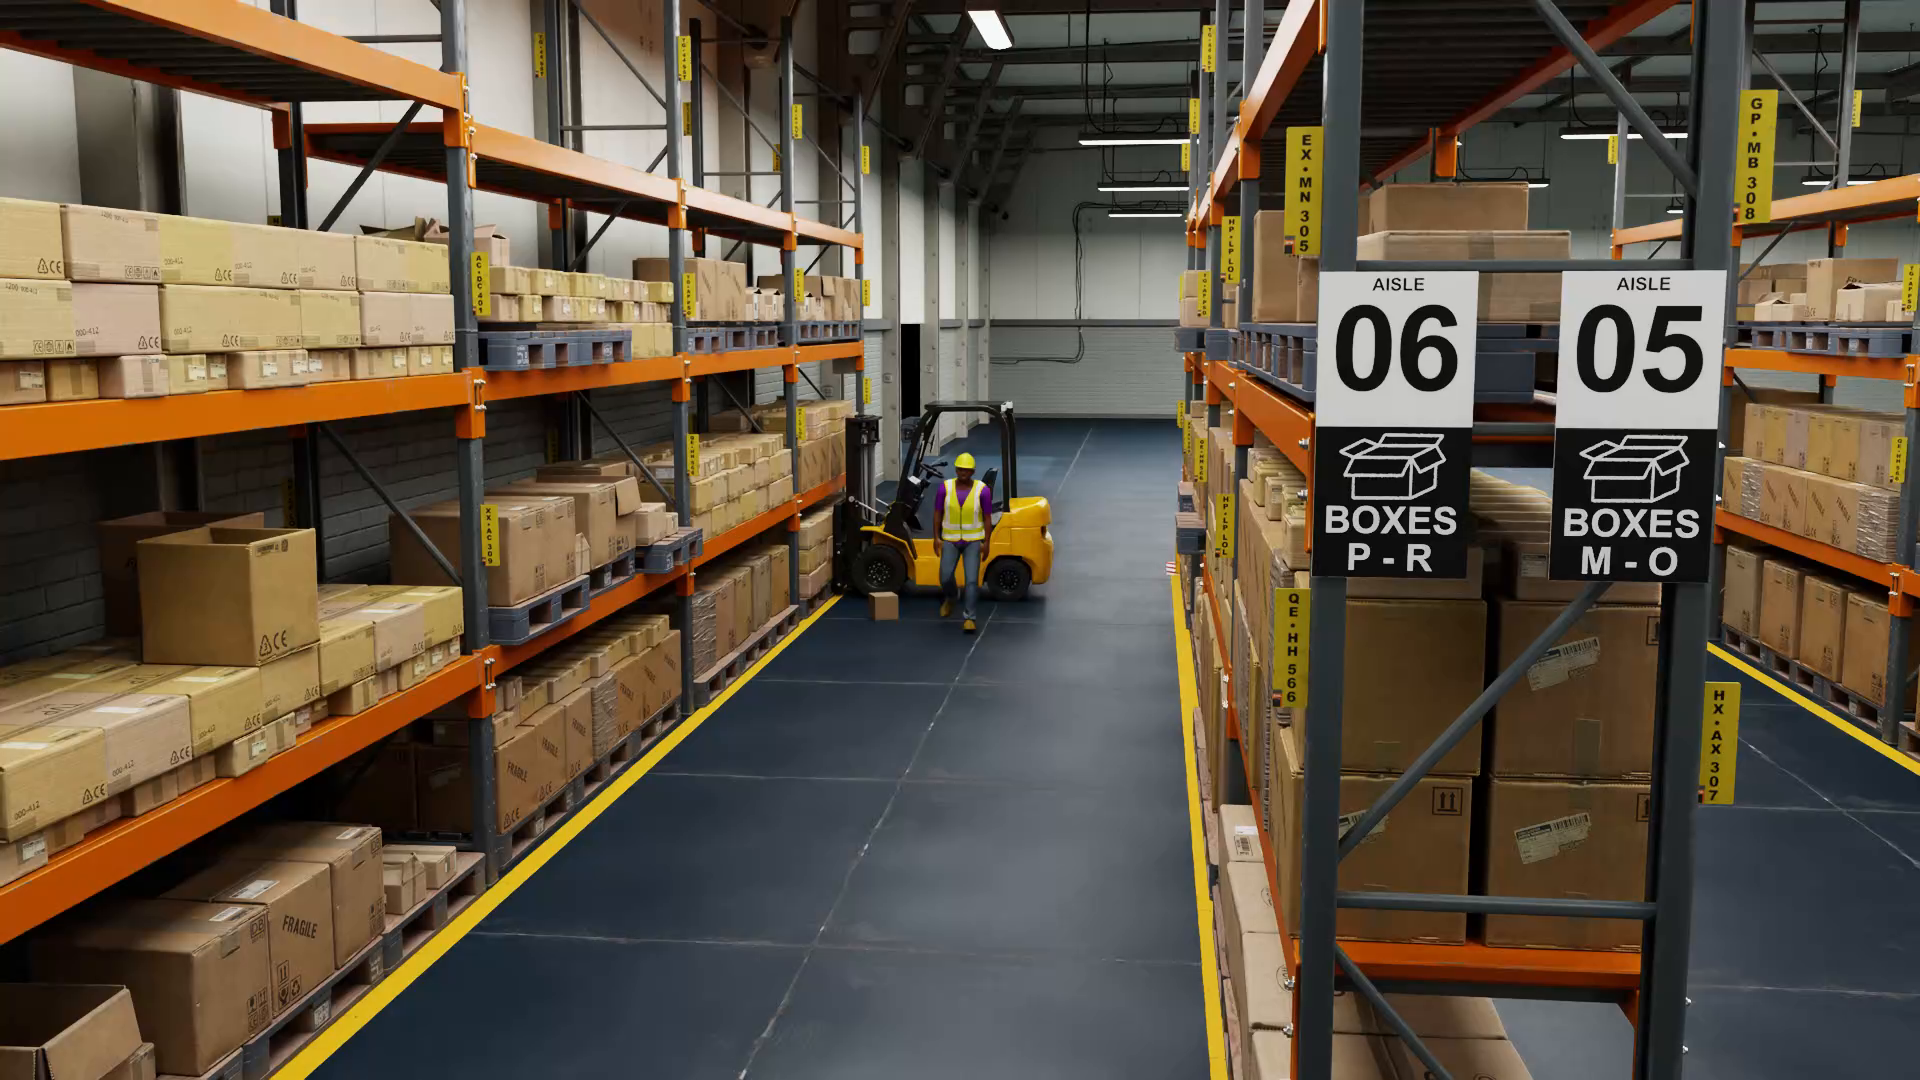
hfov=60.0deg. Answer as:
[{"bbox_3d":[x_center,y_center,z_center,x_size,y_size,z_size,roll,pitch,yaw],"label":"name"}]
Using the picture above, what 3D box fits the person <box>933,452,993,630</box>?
[{"bbox_3d":[0.033,0.000,16.506,0.592,1.760,0.644,1,8,6],"label":"person"}]
